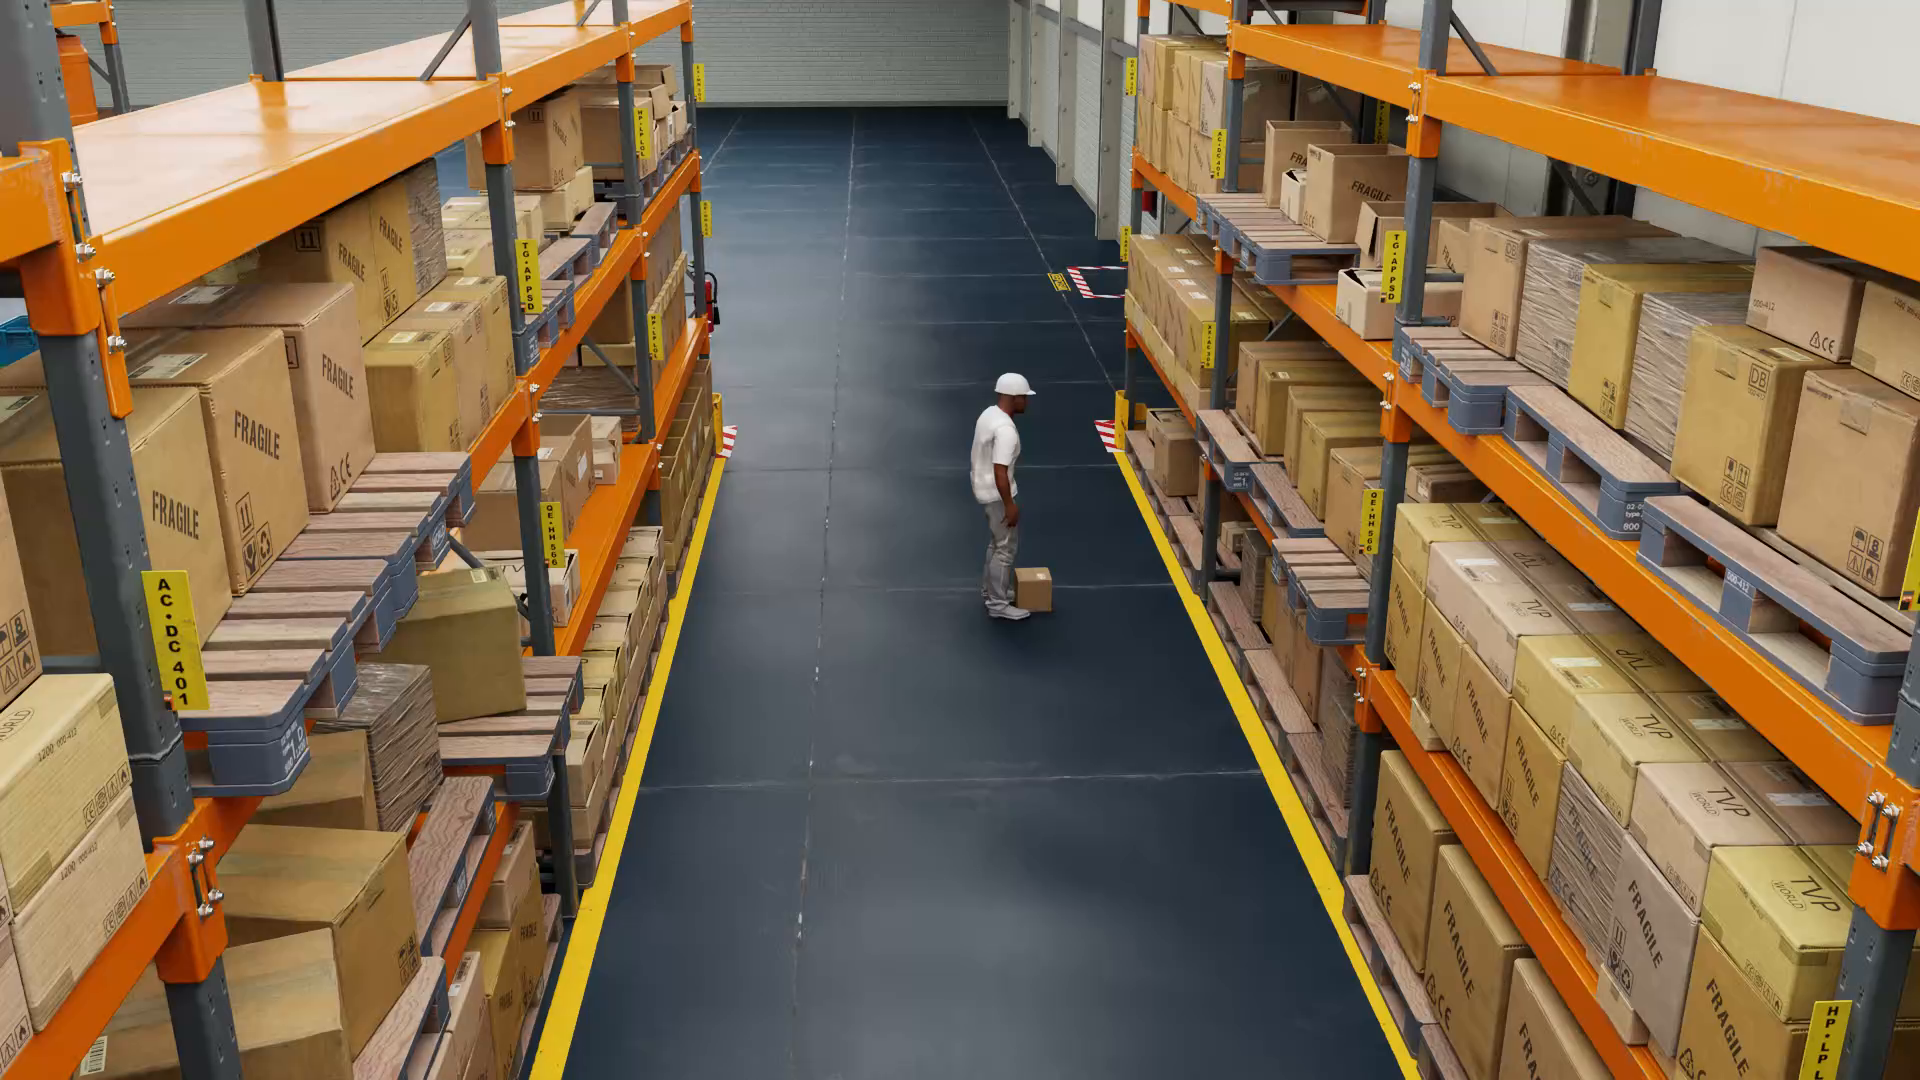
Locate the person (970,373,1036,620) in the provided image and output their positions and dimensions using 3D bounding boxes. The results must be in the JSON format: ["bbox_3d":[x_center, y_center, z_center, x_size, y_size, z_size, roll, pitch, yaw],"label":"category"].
[{"bbox_3d":[0.310,-0.334,11.957,0.460,1.759,0.629,-2,20,-6],"label":"person"}]
